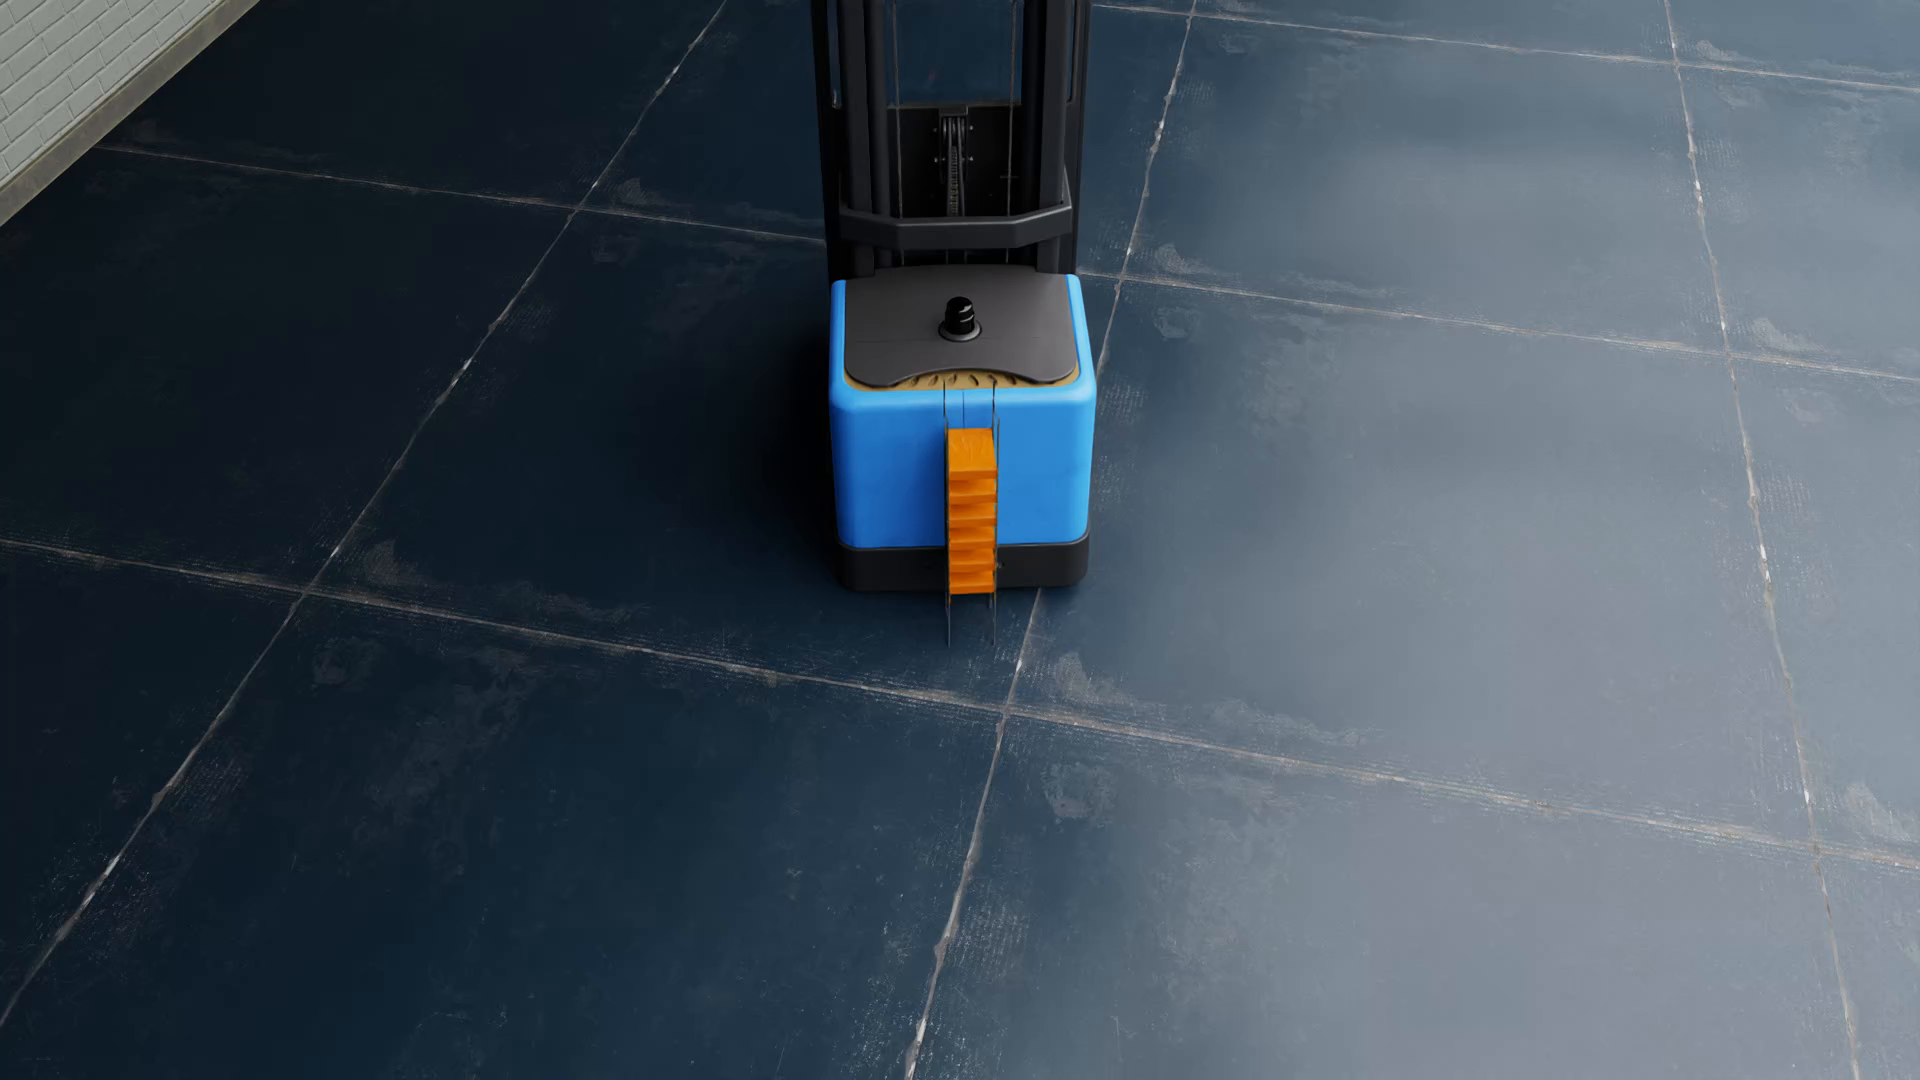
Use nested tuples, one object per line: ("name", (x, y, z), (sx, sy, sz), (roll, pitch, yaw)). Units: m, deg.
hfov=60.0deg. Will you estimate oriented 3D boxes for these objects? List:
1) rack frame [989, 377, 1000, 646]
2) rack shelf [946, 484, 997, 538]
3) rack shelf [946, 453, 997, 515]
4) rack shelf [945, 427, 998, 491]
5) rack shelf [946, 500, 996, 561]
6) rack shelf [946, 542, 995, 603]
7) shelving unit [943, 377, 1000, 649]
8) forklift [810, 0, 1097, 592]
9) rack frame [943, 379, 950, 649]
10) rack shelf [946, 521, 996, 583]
("rack frame", (0.132, -0.082, 6.430), (0.006, 1.200, 0.240), (-3, 44, -3))
("rack shelf", (0.040, -0.133, 6.374), (0.180, 0.103, 0.258), (-3, 44, -3))
("rack shelf", (0.040, -0.219, 6.291), (0.180, 0.103, 0.258), (-3, 44, -3))
("rack shelf", (0.040, -0.306, 6.207), (0.180, 0.103, 0.258), (-3, 44, -3))
("rack shelf", (0.040, -0.046, 6.457), (0.180, 0.103, 0.258), (-3, 44, -3))
("rack shelf", (0.040, 0.127, 6.623), (0.180, 0.103, 0.258), (-3, 44, -3))
("shelving unit", (0.040, -0.078, 6.426), (0.189, 1.200, 0.258), (-3, 44, -3))
("forklift", (-0.046, -1.851, 7.019), (1.130, 2.935, 3.031), (-2, 44, -2))
("rack frame", (-0.051, -0.074, 6.422), (0.006, 1.200, 0.240), (-3, 44, -3))
("rack shelf", (0.040, 0.040, 6.540), (0.180, 0.103, 0.258), (-3, 44, -3))
